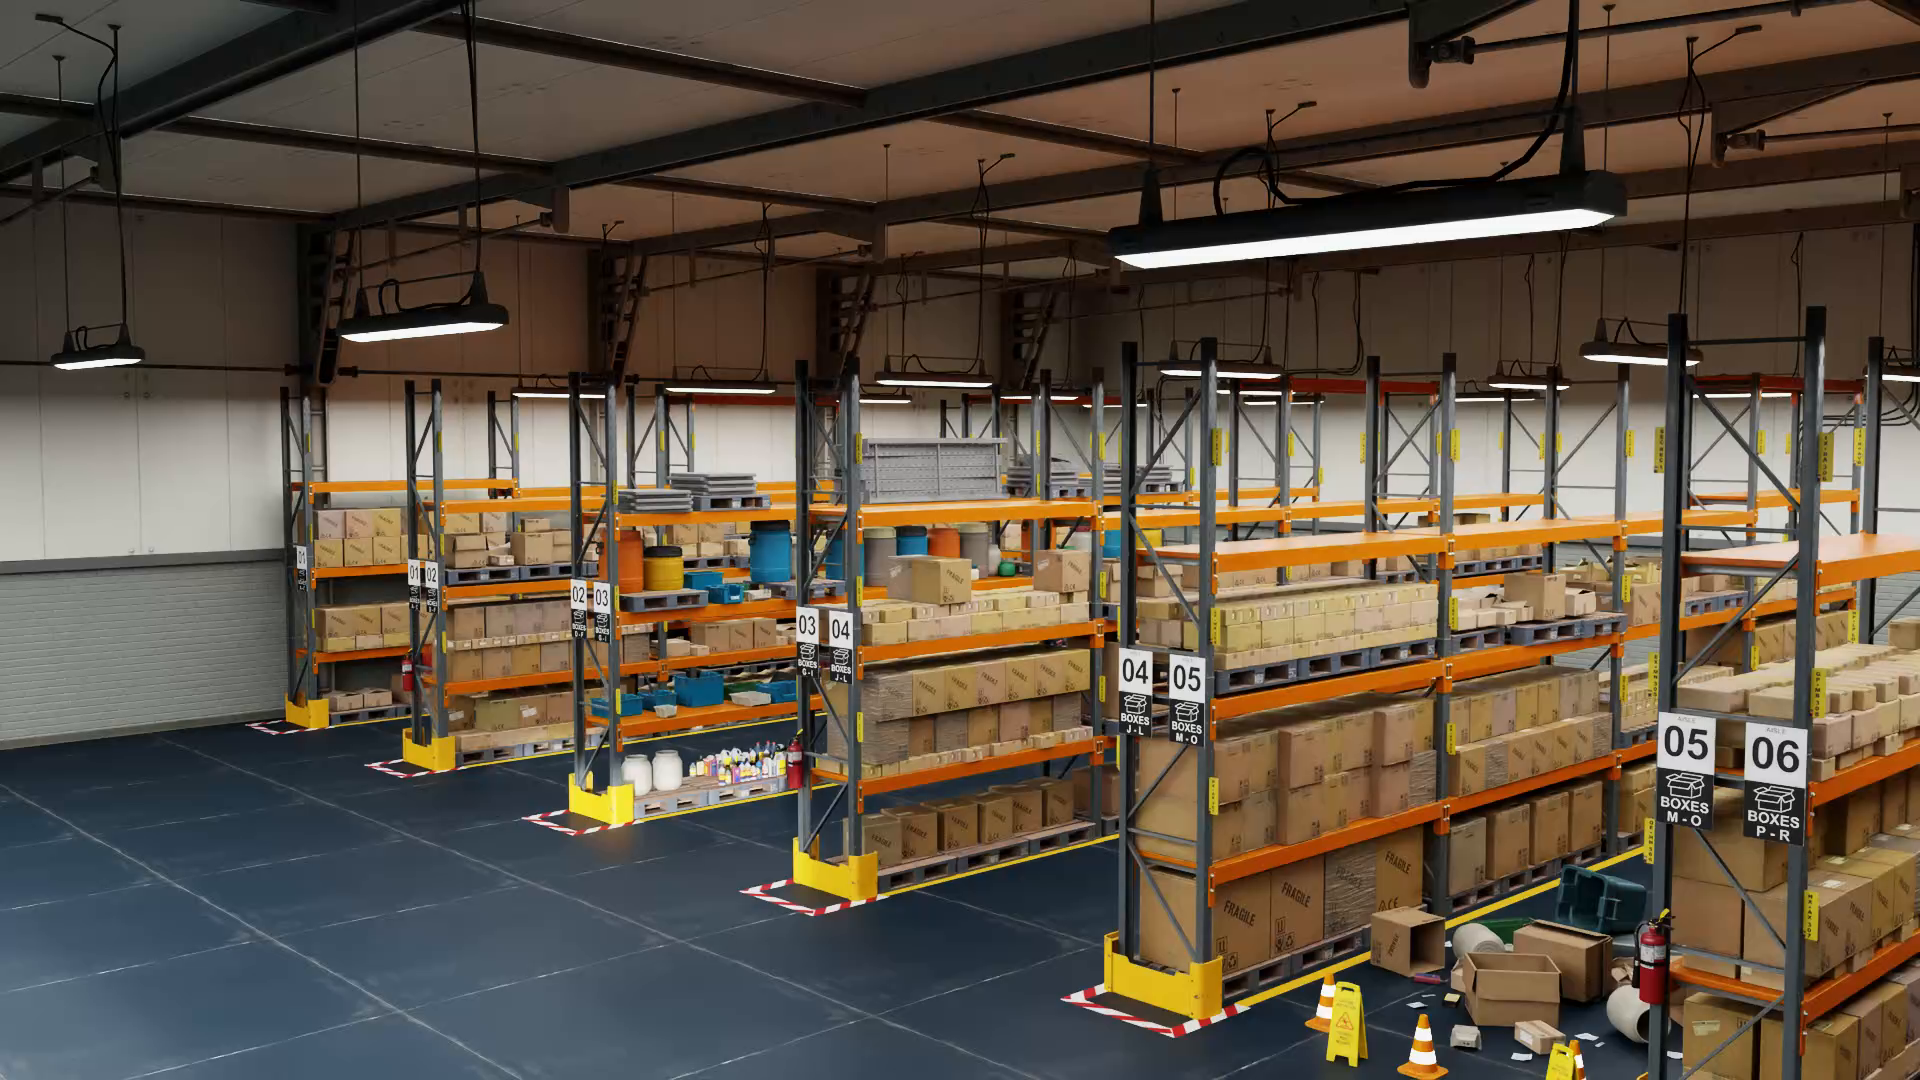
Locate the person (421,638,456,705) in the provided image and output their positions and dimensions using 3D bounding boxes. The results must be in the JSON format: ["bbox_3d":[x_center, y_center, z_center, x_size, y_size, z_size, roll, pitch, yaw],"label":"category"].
[{"bbox_3d":[-9.058,2.495,29.069,0.663,1.667,0.764,0,4,-6],"label":"person"}]

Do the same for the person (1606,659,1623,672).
[{"bbox_3d":[10.367,2.638,26.184,0.657,1.694,0.787,-2,4,-30],"label":"person"}]
